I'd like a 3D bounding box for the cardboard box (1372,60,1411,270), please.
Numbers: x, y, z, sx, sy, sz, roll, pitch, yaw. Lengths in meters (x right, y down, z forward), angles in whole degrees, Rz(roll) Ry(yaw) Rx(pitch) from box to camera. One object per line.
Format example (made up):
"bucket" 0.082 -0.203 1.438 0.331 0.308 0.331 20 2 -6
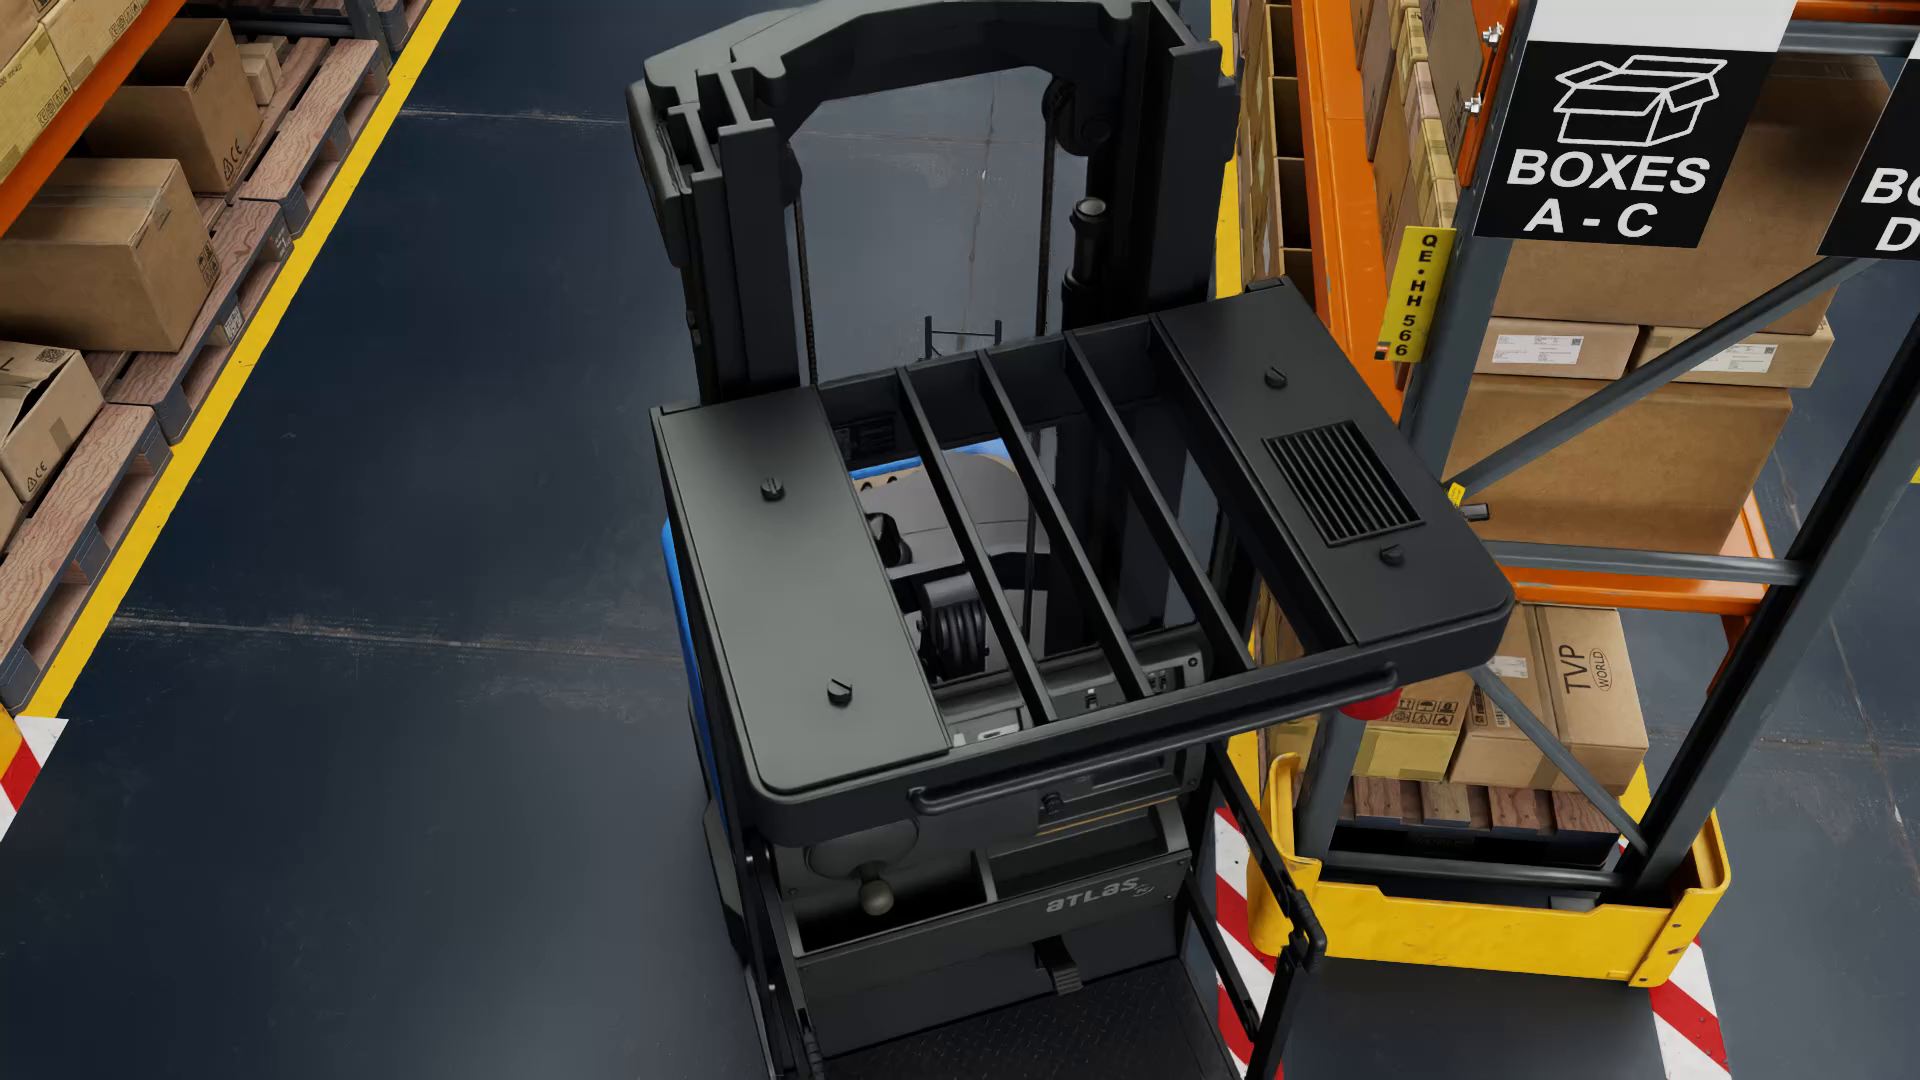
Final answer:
"cardboard box" 1.565 -1.077 4.635 0.700 0.500 0.500 4 48 4

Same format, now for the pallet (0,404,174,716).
"pallet" -3.402 0.010 5.598 1.003 0.211 1.213 4 48 4

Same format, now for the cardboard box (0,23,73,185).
"cardboard box" -3.072 -1.331 5.022 0.500 0.250 0.500 3 48 3

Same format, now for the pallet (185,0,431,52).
"pallet" -3.084 -2.851 8.215 1.003 0.211 1.213 4 48 4

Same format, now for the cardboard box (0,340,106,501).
"cardboard box" -3.314 -0.443 5.647 0.500 0.311 0.500 7 48 7

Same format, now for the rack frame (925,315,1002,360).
"rack frame" 0.010 -0.384 5.492 0.240 0.900 0.006 4 48 4

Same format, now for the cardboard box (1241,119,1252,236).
"cardboard box" 1.385 -1.416 6.591 0.500 0.250 0.500 4 48 4

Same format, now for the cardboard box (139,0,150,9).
"cardboard box" -2.979 -2.072 5.700 0.500 0.250 0.500 4 48 3

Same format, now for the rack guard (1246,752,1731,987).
"rack guard" 1.413 0.911 4.578 1.175 0.500 0.348 4 48 4

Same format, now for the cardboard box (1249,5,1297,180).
"cardboard box" 1.388 -1.669 6.314 0.500 0.500 0.500 4 48 4

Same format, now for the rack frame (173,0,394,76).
"rack frame" -3.154 -3.220 6.662 1.000 3.000 0.127 4 48 4

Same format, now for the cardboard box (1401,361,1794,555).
"cardboard box" 1.470 -0.326 3.948 0.700 0.500 0.500 4 48 4

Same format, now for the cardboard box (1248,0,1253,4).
"cardboard box" 1.531 -2.610 7.303 0.500 0.311 0.500 4 48 4

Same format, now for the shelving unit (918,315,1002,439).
"shelving unit" 0.001 -0.310 5.423 0.258 0.900 0.210 4 48 4

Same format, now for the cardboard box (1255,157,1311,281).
"cardboard box" 1.291 -0.935 5.643 0.500 0.500 0.500 4 48 4

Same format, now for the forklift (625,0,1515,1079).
"forklift" 0.128 0.584 3.229 1.130 2.935 3.031 -13 49 -12

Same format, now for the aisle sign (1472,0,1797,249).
"aisle sign" 1.117 -0.799 2.687 0.394 0.787 0.004 4 48 4

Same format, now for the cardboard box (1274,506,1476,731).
"cardboard box" 1.168 0.169 4.634 0.500 0.500 0.500 4 48 4

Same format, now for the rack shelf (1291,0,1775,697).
"rack shelf" 1.597 -1.177 5.282 1.077 0.370 4.000 4 48 4

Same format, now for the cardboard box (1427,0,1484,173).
"cardboard box" 1.518 -1.190 3.859 0.700 0.500 0.500 3 48 3

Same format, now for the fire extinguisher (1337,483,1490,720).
"fire extinguisher" 0.942 0.131 3.650 0.296 0.674 0.183 4 48 4

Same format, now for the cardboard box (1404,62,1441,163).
"cardboard box" 1.331 -1.062 4.181 0.380 0.149 0.250 4 48 4

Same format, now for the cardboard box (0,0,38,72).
"cardboard box" -3.067 -1.562 4.726 0.500 0.500 0.500 2 48 2

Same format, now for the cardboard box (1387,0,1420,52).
"cardboard box" 1.377 -1.448 4.534 0.380 0.149 0.250 5 48 5

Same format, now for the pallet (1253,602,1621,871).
"pallet" 1.443 0.426 5.217 1.003 0.211 1.213 4 48 4

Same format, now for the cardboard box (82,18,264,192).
"cardboard box" -3.208 -1.760 6.722 0.500 0.500 0.500 1 48 1

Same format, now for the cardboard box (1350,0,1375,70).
"cardboard box" 1.654 -1.841 5.333 0.700 0.500 0.500 5 48 4

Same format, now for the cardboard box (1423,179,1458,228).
"cardboard box" 1.283 -0.689 3.840 0.380 0.149 0.250 5 48 5

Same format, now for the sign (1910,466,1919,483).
"sign" 1.967 -0.228 3.285 0.100 0.325 0.005 4 48 4

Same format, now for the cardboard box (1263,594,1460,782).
"cardboard box" 1.170 0.422 4.910 0.500 0.250 0.500 4 48 4

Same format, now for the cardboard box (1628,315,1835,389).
"cardboard box" 1.665 -0.477 3.646 0.380 0.149 0.250 4 48 3

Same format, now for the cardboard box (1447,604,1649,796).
"cardboard box" 1.686 0.457 4.878 0.500 0.250 0.500 4 48 4
